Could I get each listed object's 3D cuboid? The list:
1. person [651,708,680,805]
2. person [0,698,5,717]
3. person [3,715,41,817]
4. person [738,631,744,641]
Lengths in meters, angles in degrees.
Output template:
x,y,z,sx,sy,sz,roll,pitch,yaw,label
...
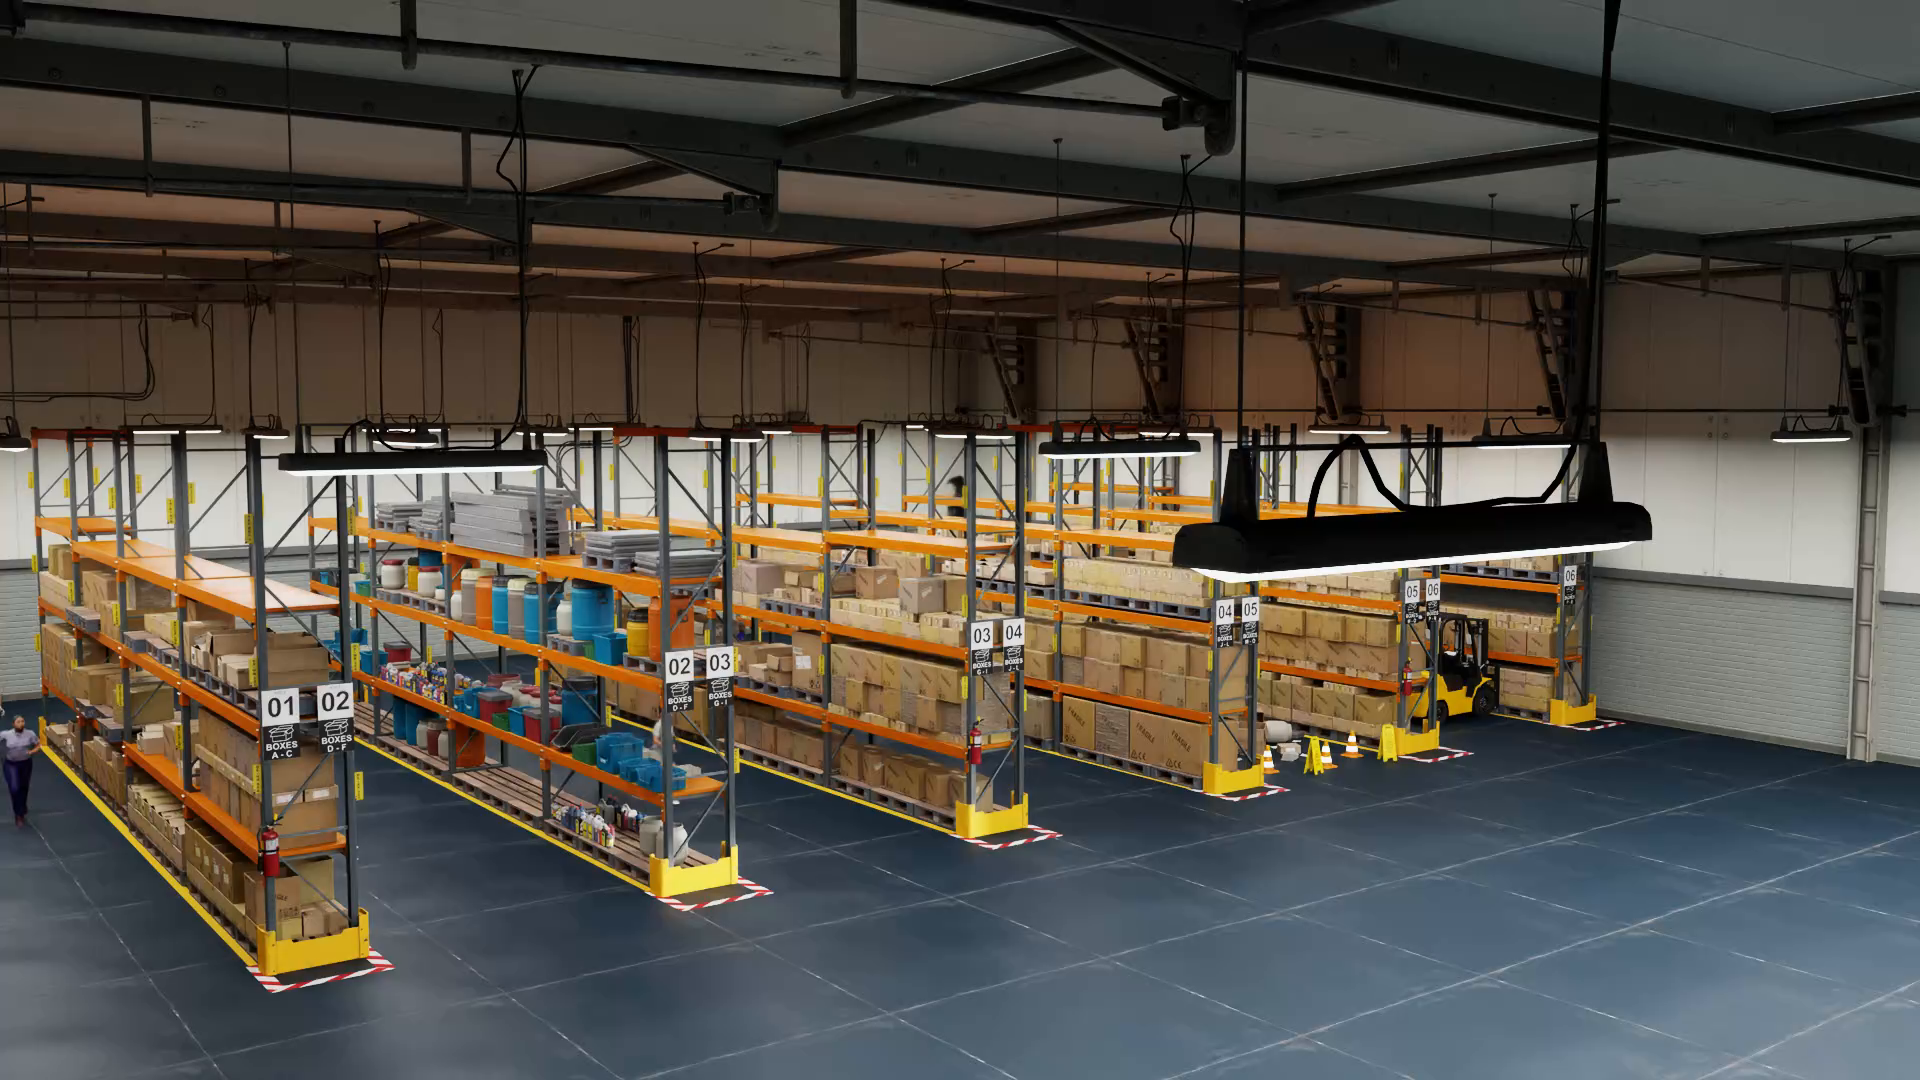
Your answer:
x,y,z,sx,sy,sz,roll,pitch,yaw,label
-4.873,3.432,26.677,0.814,1.625,0.559,2,5,21,person
-17.374,3.046,29.556,0.659,1.438,0.592,-4,6,-44,person
-14.488,3.434,25.538,0.642,1.538,0.823,-4,6,-42,person
-5.330,2.662,38.566,0.677,1.318,0.557,3,6,36,person
